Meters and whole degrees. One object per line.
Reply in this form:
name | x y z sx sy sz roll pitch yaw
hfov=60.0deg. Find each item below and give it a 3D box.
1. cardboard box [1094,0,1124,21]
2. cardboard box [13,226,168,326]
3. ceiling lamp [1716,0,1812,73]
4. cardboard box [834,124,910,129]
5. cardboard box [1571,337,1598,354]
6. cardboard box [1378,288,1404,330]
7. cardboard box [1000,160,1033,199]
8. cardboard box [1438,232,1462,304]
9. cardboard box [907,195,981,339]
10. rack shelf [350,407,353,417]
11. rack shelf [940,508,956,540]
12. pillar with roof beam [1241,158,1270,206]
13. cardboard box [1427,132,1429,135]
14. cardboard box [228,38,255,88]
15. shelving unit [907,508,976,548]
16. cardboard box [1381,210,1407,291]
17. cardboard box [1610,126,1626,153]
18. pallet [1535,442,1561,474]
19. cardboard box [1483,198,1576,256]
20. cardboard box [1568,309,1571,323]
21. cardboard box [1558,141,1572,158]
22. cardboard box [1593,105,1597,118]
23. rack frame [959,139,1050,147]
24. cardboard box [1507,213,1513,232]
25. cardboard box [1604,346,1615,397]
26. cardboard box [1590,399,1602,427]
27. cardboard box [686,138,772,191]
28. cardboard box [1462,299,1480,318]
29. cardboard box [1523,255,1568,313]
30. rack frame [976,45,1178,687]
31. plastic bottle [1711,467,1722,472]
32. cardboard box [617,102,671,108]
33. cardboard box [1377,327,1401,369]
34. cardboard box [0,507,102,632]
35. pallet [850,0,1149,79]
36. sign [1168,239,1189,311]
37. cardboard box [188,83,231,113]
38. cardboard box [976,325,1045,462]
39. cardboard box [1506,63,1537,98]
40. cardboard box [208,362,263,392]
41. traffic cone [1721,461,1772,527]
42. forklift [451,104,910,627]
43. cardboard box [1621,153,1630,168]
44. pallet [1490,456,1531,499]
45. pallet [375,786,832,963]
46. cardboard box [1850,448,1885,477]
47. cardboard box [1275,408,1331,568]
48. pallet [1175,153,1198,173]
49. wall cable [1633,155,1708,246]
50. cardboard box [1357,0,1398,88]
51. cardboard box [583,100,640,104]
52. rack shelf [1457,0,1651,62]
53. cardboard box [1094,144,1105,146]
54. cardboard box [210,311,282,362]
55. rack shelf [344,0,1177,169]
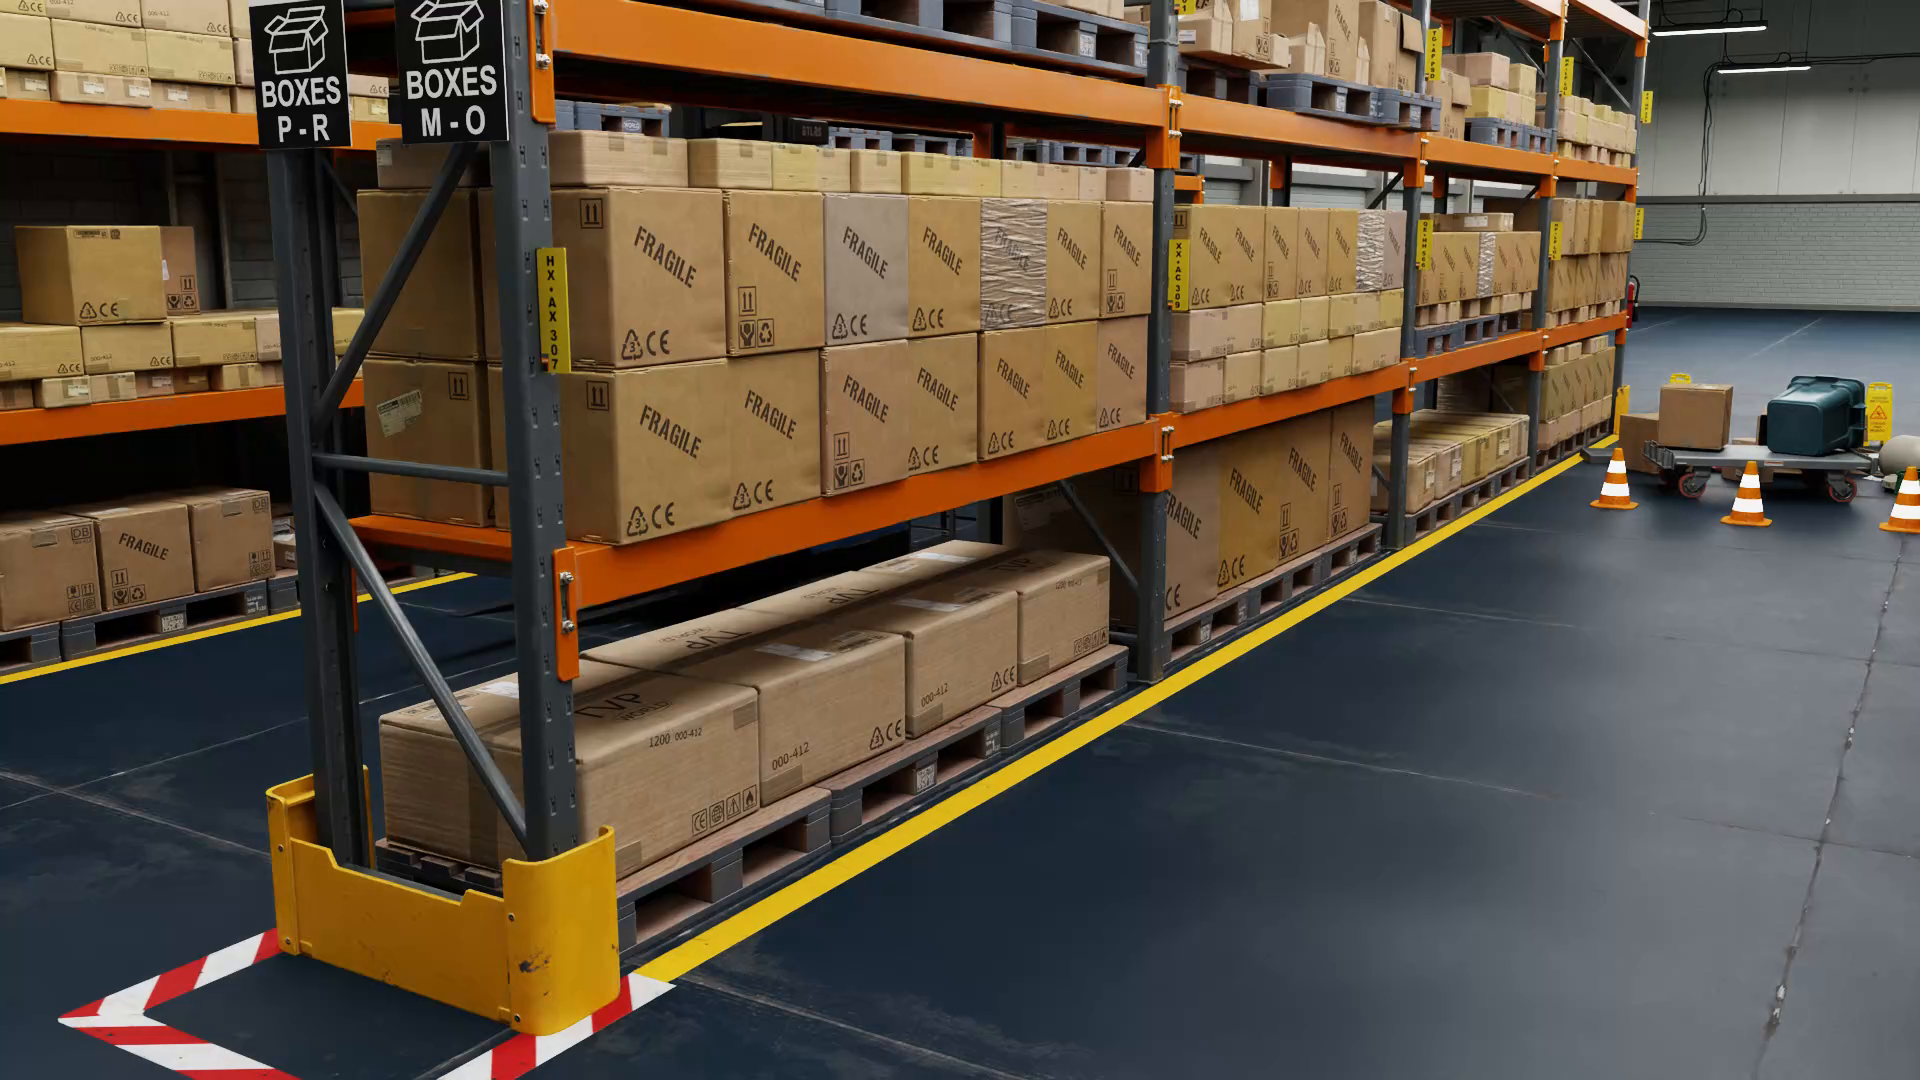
cardboard box | 0.482 -2.353 7.086 0.396 0.266 0.258 7 13 32
cardboard box | -4.537 -1.387 8.688 0.500 0.500 0.500 7 13 32
ceiling lamp | 19.022 -12.632 39.026 2.000 3.185 0.800 6 12 31
cardboard box | -0.867 -3.881 14.613 0.700 0.500 0.500 6 12 30
cardboard box | 6.172 -1.954 16.685 0.380 0.149 0.250 7 13 33
cardboard box | 2.582 -1.521 10.889 0.500 0.250 0.500 6 12 30
cardboard box | 0.069 -1.447 6.694 0.380 0.149 0.250 6 12 30
cardboard box | 3.313 -1.982 12.084 0.500 0.500 0.500 7 13 34
cardboard box | -0.263 -1.022 6.187 0.500 0.500 0.500 6 12 31
rack shelf | -2.666 -1.255 12.373 1.077 0.370 4.000 6 12 31
rack shelf | -0.086 -0.305 11.668 0.431 0.518 0.480 6 12 31
pillar with roof beam | 8.188 -6.639 22.874 9.100 9.000 0.400 6 12 31
cardboard box | 3.058 -2.931 11.586 0.396 0.266 0.258 6 12 31
cardboard box | -4.002 -2.658 9.362 0.500 0.250 0.500 6 12 29
shelving unit | -0.086 -1.006 11.536 0.431 2.100 0.503 6 12 31
cardboard box | 2.572 -1.883 10.788 0.500 0.500 0.500 6 12 29
cardboard box | 6.461 -4.070 16.906 0.500 0.250 0.500 6 12 30
pallet | 5.012 -0.817 15.657 1.003 0.211 1.213 6 12 31
cardboard box | 5.107 -2.813 14.948 0.700 0.500 0.500 6 12 30
cardboard box | 5.600 -2.143 15.849 0.380 0.149 0.250 6 12 30
cardboard box | 5.251 -3.490 14.892 0.380 0.149 0.250 6 12 31
cardboard box | 5.872 -4.092 15.938 0.380 0.149 0.250 7 13 32
rack frame | 0.449 -5.501 16.796 1.000 3.000 0.127 6 12 31
cardboard box | 4.300 -2.595 13.594 0.380 0.149 0.250 6 12 29
cardboard box | 6.577 -1.780 17.517 0.500 0.500 0.500 6 12 31
cardboard box | 6.305 -1.329 17.145 0.500 0.250 0.500 6 12 31
cardboard box | -0.808 -1.158 5.149 0.380 0.149 0.250 7 13 32
cardboard box | 3.825 -1.815 12.953 0.380 0.149 0.250 7 13 32
cardboard box | 5.160 -2.316 15.009 0.500 0.500 0.500 6 12 31
rack frame | 0.540 -0.820 8.097 1.000 3.000 0.127 6 12 31
plastic bottle | 6.966 -0.658 15.215 0.133 0.061 0.283 9 14 40
cardboard box | -2.296 -3.241 12.200 0.380 0.149 0.250 7 13 32
cardboard box | 2.576 -1.271 10.914 0.500 0.250 0.500 6 12 29
cardboard box | -4.905 0.140 8.622 0.700 0.500 0.500 7 13 33
pallet | 0.106 -2.123 7.147 1.003 0.211 1.213 6 12 31
sign | 1.015 -1.232 7.728 0.100 0.325 0.005 6 12 31
cardboard box | -4.210 -2.403 9.083 0.380 0.149 0.250 7 13 33
cardboard box | 0.007 -0.610 6.703 0.500 0.500 0.500 6 12 30
cardboard box | 4.501 -3.828 13.919 0.500 0.250 0.500 7 13 32
cardboard box | -4.153 -0.928 9.358 0.380 0.149 0.250 6 12 30
traffic cone | 5.950 -0.361 12.541 0.336 0.463 0.334 6 12 31
forklift | -1.536 -1.036 9.440 1.130 2.935 3.031 7 13 32
cardboard box | 6.723 -3.933 17.257 0.380 0.149 0.250 6 12 31
pallet | 4.290 -0.585 14.420 1.003 0.211 1.213 6 12 31
pallet | -1.189 1.047 5.705 1.003 0.211 1.213 6 12 31
cardboard box | 8.295 -0.724 15.012 0.396 0.266 0.258 9 14 40
cardboard box | 1.720 -0.371 10.329 0.875 0.875 0.875 7 12 31
pallet | 2.137 -4.503 19.859 1.003 0.211 1.213 6 12 31
wall cable | 19.629 -9.635 47.319 3.097 2.526 0.112 6 12 31
cardboard box | 2.265 -3.005 10.205 0.700 0.500 0.500 6 12 28
cardboard box | -2.433 -3.153 11.679 0.380 0.149 0.250 7 13 32
rack shelf | 5.732 -4.986 16.012 1.077 0.370 4.000 6 12 31
cardboard box | 1.341 -4.321 17.915 0.380 0.149 0.250 7 13 32
cardboard box | -4.008 -1.183 9.633 0.500 0.250 0.500 6 12 31
rack shelf | -0.498 -1.626 6.207 1.077 0.370 4.000 6 12 31
